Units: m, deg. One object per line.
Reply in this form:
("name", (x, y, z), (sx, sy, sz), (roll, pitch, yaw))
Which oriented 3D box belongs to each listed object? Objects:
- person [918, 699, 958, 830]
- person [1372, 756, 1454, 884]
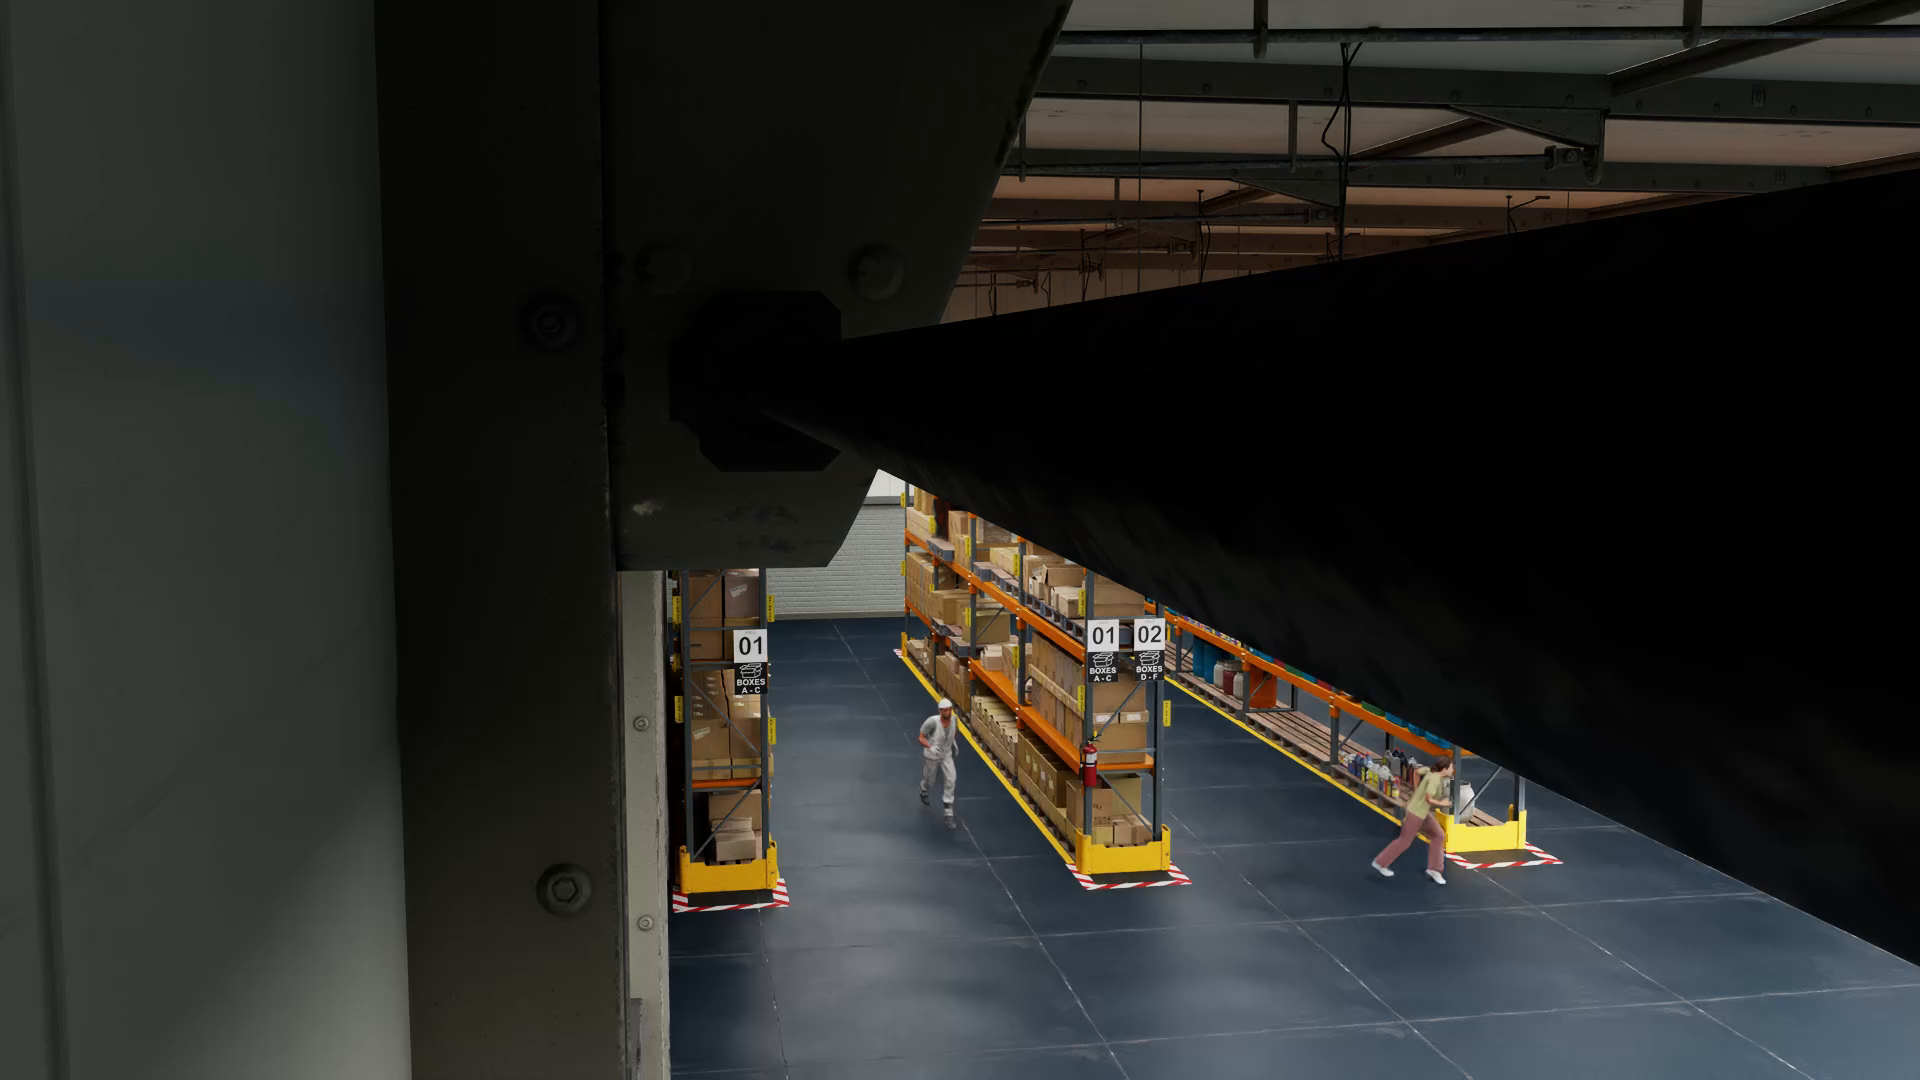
("person", (-0.314, 3.052, 23.218), (0.658, 1.773, 1.135), (-3, 6, -24))
("person", (5.582, 3.449, 20.518), (0.949, 1.614, 0.619), (1, 6, 11))
